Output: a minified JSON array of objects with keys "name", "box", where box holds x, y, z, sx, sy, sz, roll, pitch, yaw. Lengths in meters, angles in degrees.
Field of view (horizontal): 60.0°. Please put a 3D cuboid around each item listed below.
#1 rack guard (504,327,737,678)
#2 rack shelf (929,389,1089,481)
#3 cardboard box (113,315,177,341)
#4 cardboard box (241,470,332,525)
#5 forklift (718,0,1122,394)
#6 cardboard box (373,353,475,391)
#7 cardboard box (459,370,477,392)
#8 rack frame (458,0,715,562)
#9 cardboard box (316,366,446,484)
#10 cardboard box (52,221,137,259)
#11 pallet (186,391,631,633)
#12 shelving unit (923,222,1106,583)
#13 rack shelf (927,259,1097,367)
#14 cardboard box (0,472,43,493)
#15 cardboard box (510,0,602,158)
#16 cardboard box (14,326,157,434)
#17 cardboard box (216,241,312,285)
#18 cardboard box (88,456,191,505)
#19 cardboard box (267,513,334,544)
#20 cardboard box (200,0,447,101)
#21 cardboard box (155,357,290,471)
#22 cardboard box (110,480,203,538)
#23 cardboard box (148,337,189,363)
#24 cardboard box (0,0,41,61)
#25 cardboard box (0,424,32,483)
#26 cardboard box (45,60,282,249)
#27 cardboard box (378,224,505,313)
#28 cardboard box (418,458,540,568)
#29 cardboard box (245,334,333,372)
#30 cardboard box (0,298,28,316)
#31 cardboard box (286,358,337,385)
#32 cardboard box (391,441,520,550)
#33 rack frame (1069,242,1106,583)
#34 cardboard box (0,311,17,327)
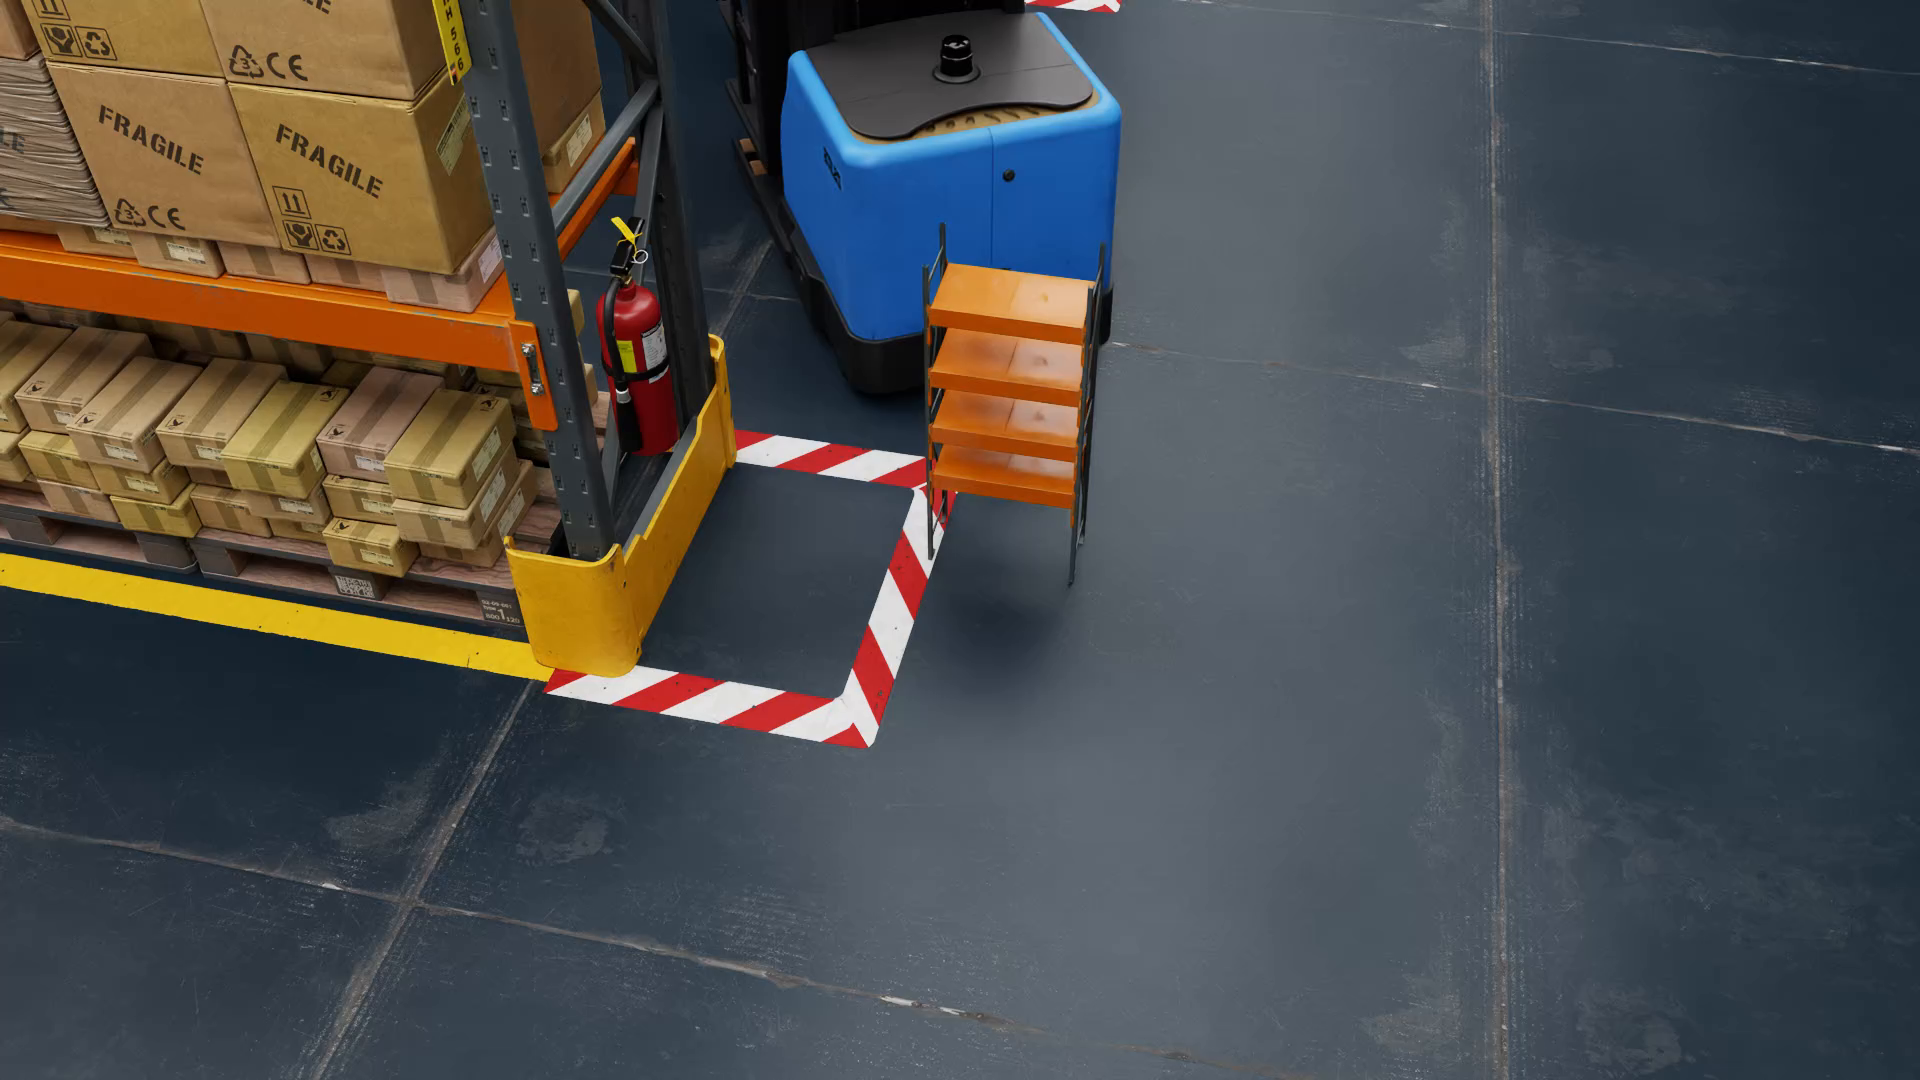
[{"name":"rack guard","box":[-1.096,-0.154,5.550,0.348,0.500,1.175,9,45,9]},{"name":"rack shelf","box":[0.162,-0.359,5.354,0.480,0.148,0.258,9,45,9]},{"name":"cardboard box","box":[-2.748,-0.877,5.822,0.250,0.149,0.380,9,45,10]},{"name":"cardboard box","box":[-2.107,-0.239,5.374,0.250,0.149,0.380,7,44,7]},{"name":"forklift","box":[-0.376,-2.639,6.378,1.130,2.935,3.031,-13,46,-14]},{"name":"cardboard box","box":[-1.755,-0.652,5.588,0.250,0.149,0.380,10,45,10]},{"name":"cardboard box","box":[-1.732,-0.607,5.757,0.250,0.149,0.380,9,45,9]},{"name":"rack frame","box":[-1.022,-1.043,4.671,0.127,3.000,1.000,9,45,9]},{"name":"cardboard box","box":[-1.827,-0.367,5.293,0.250,0.149,0.380,10,45,10]},{"name":"cardboard box","box":[-2.389,-0.985,4.791,0.250,0.149,0.380,7,44,7]},{"name":"pallet","box":[-1.881,-0.197,5.803,1.213,0.211,1.003,9,45,9]},{"name":"shelving unit","box":[0.162,-0.407,5.308,0.503,1.200,0.258,9,45,9]},{"name":"rack shelf","box":[0.162,-0.690,5.035,0.480,0.148,0.258,9,45,9]},{"name":"cardboard box","box":[-3.092,-0.344,5.697,0.250,0.149,0.380,10,45,10]},{"name":"cardboard box","box":[-1.400,-1.442,4.798,0.500,0.500,0.500,11,45,11]},{"name":"cardboard box","box":[-2.853,-0.521,5.452,0.250,0.149,0.380,7,44,8]},{"name":"cardboard box","box":[-1.884,-0.902,4.705,0.250,0.149,0.380,8,45,9]},{"name":"cardboard box","box":[-2.615,-0.309,5.446,0.250,0.149,0.380,9,45,10]},{"name":"cardboard box","box":[-2.093,-0.175,5.522,0.250,0.149,0.380,9,45,9]},{"name":"cardboard box","box":[-1.523,-1.448,4.084,0.500,0.500,0.500,8,44,8]},{"name":"cardboard box","box":[-2.346,-0.403,5.329,0.250,0.149,0.380,7,44,7]},{"name":"cardboard box","box":[-2.600,-0.200,5.547,0.250,0.149,0.380,7,44,7]},{"name":"cardboard box","box":[-2.770,-0.686,5.838,0.250,0.149,0.380,11,45,11]},{"name":"cardboard box","box":[-2.527,-1.597,4.239,0.500,0.500,0.500,11,45,11]},{"name":"cardboard box","box":[-3.136,-0.383,5.523,0.250,0.149,0.380,9,45,9]},{"name":"cardboard box","box":[-2.018,-1.162,4.508,0.500,0.500,0.500,8,45,8]},{"name":"cardboard box","box":[-1.402,-0.811,4.611,0.250,0.149,0.380,9,45,9]},{"name":"cardboard box","box":[-1.581,-0.106,5.450,0.250,0.149,0.380,10,45,10]},{"name":"cardboard box","box":[-2.233,-0.758,5.698,0.250,0.149,0.380,7,44,7]},{"name":"cardboard box","box":[-3.233,-0.962,5.910,0.250,0.149,0.380,7,44,8]},{"name":"cardboard box","box":[-2.217,-0.697,5.850,0.250,0.149,0.380,10,45,10]},{"name":"cardboard box","box":[-1.599,-0.162,5.293,0.250,0.149,0.380,8,44,8]},{"name":"rack frame","box":[0.400,-0.370,5.269,0.015,1.200,0.240,9,45,9]},{"name":"cardboard box","box":[-3.347,-0.605,5.540,0.250,0.149,0.380,7,44,7]}]
